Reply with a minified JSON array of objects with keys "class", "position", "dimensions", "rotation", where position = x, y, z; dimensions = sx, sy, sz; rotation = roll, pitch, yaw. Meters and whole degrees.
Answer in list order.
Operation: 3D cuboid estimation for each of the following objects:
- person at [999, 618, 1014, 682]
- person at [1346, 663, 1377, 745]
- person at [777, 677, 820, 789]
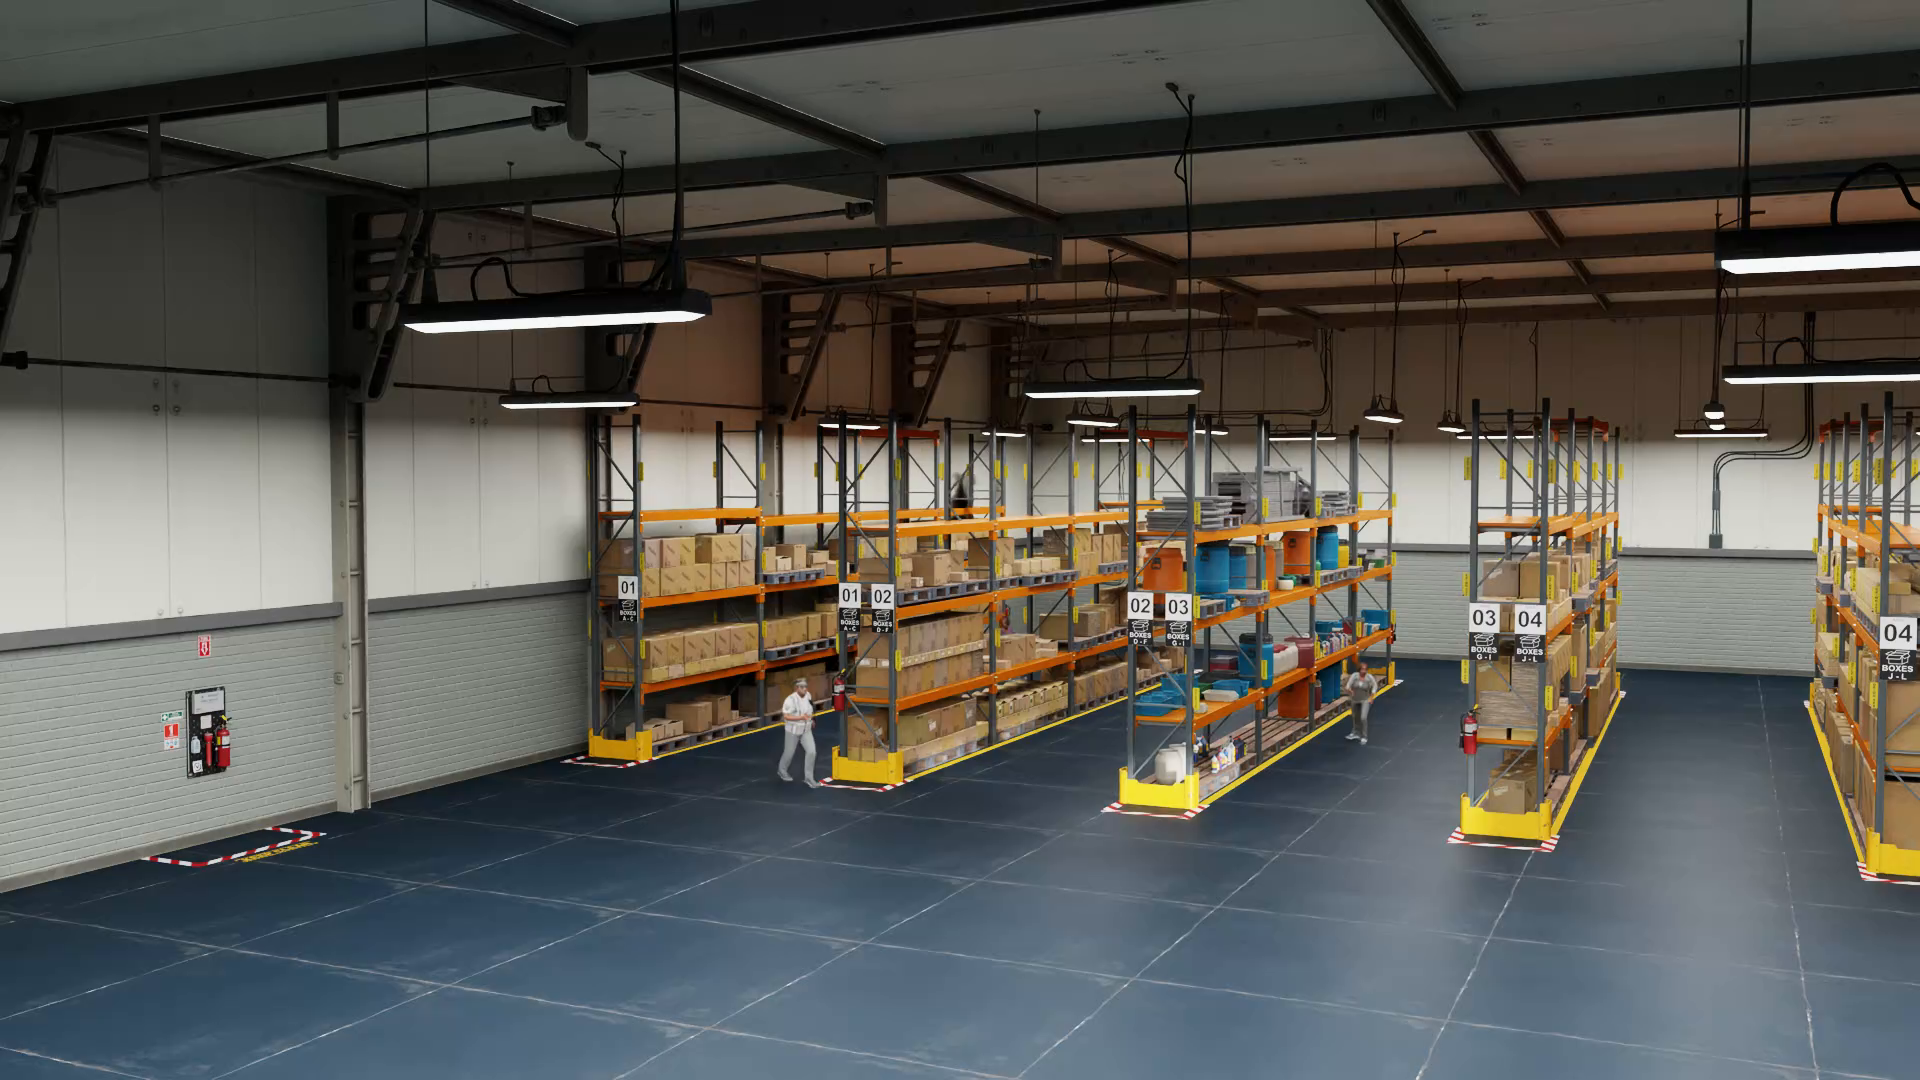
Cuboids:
[{"class":"person","position":[1.072,2.614,39.289],"dimensions":[0.480,1.557,0.806],"rotation":[0,2,0]},{"class":"person","position":[7.359,3.007,30.692],"dimensions":[0.604,1.515,0.802],"rotation":[1,3,30]},{"class":"person","position":[-2.587,3.048,26.457],"dimensions":[0.675,1.772,0.994],"rotation":[-2,3,-37]}]
